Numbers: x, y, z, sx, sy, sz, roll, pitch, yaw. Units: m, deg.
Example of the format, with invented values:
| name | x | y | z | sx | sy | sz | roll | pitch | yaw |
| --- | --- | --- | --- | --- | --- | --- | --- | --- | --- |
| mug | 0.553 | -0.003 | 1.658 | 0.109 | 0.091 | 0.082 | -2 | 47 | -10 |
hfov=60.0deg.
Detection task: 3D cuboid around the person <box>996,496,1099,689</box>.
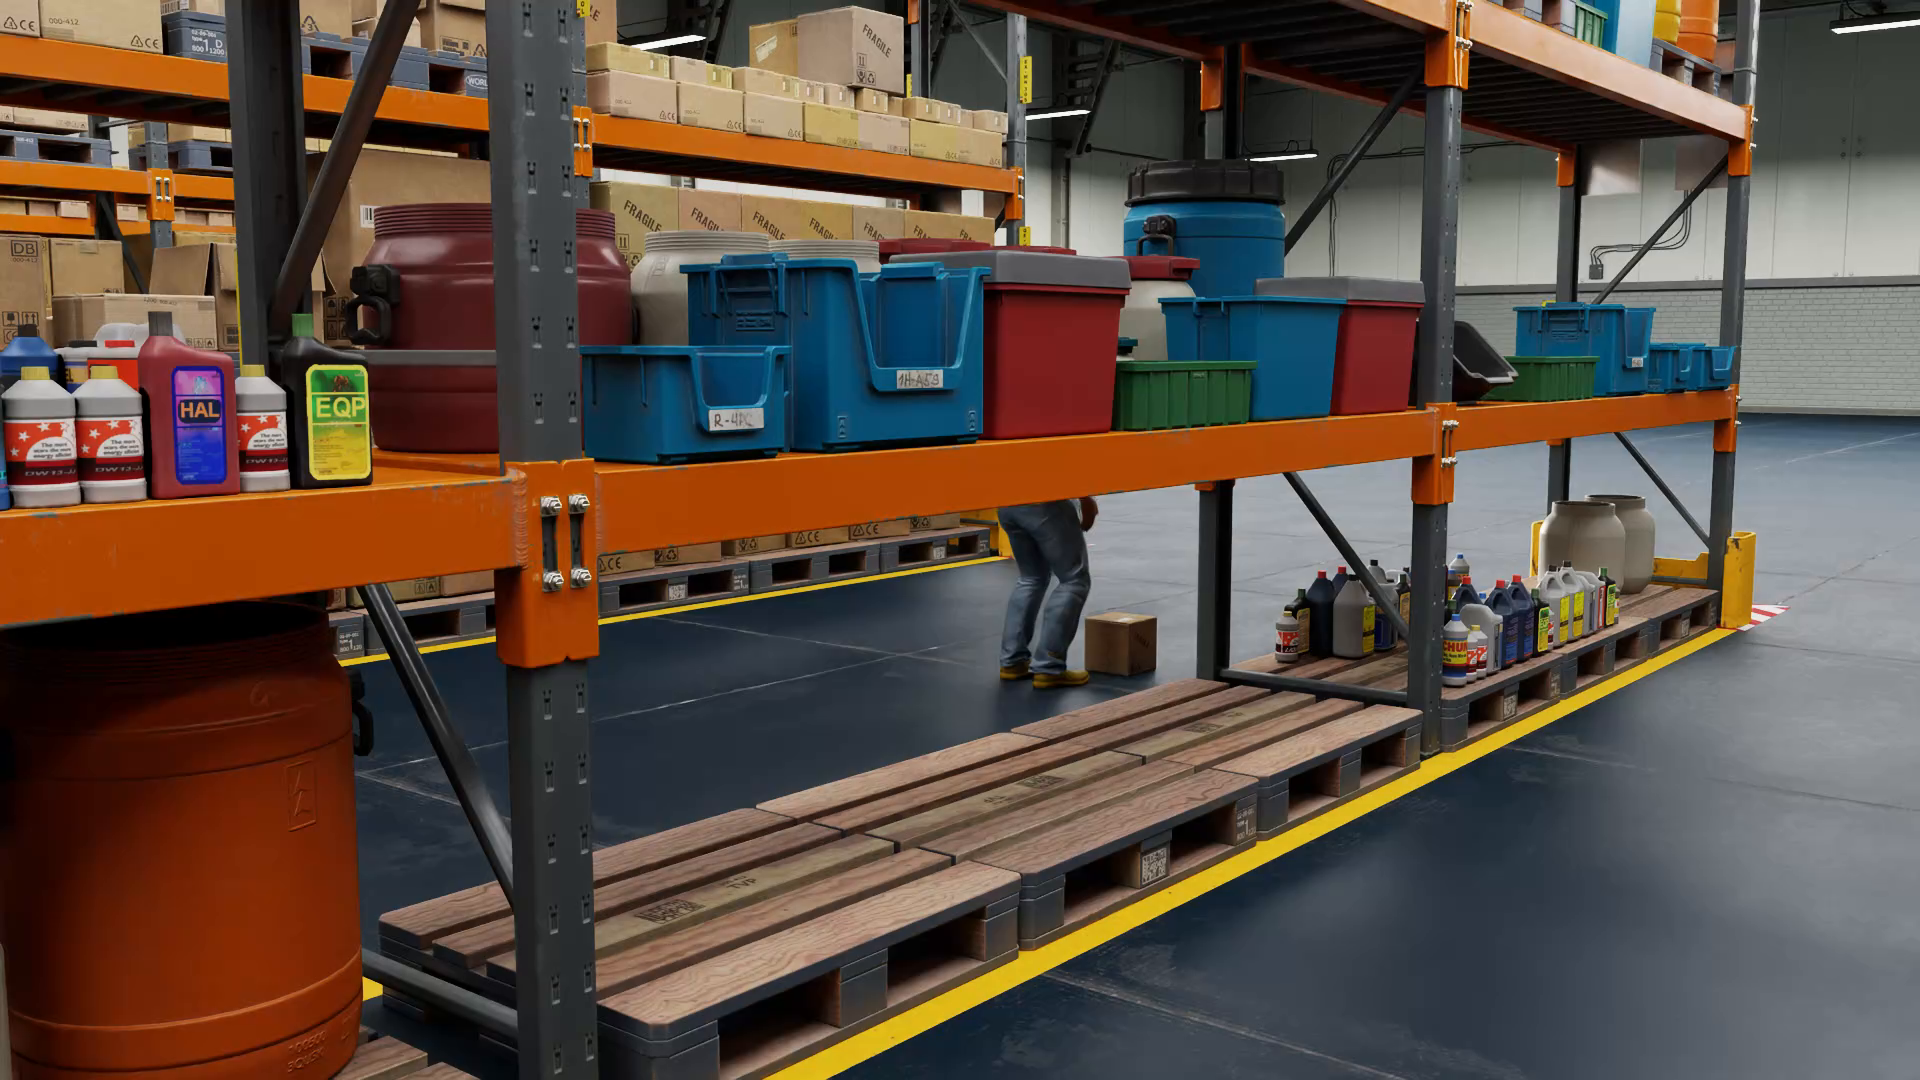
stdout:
| name | x | y | z | sx | sy | sz | roll | pitch | yaw |
| --- | --- | --- | --- | --- | --- | --- | --- | --- | --- |
| person | 0.377 | -0.187 | 7.614 | 0.511 | 1.682 | 0.602 | -5 | 8 | -35 |
